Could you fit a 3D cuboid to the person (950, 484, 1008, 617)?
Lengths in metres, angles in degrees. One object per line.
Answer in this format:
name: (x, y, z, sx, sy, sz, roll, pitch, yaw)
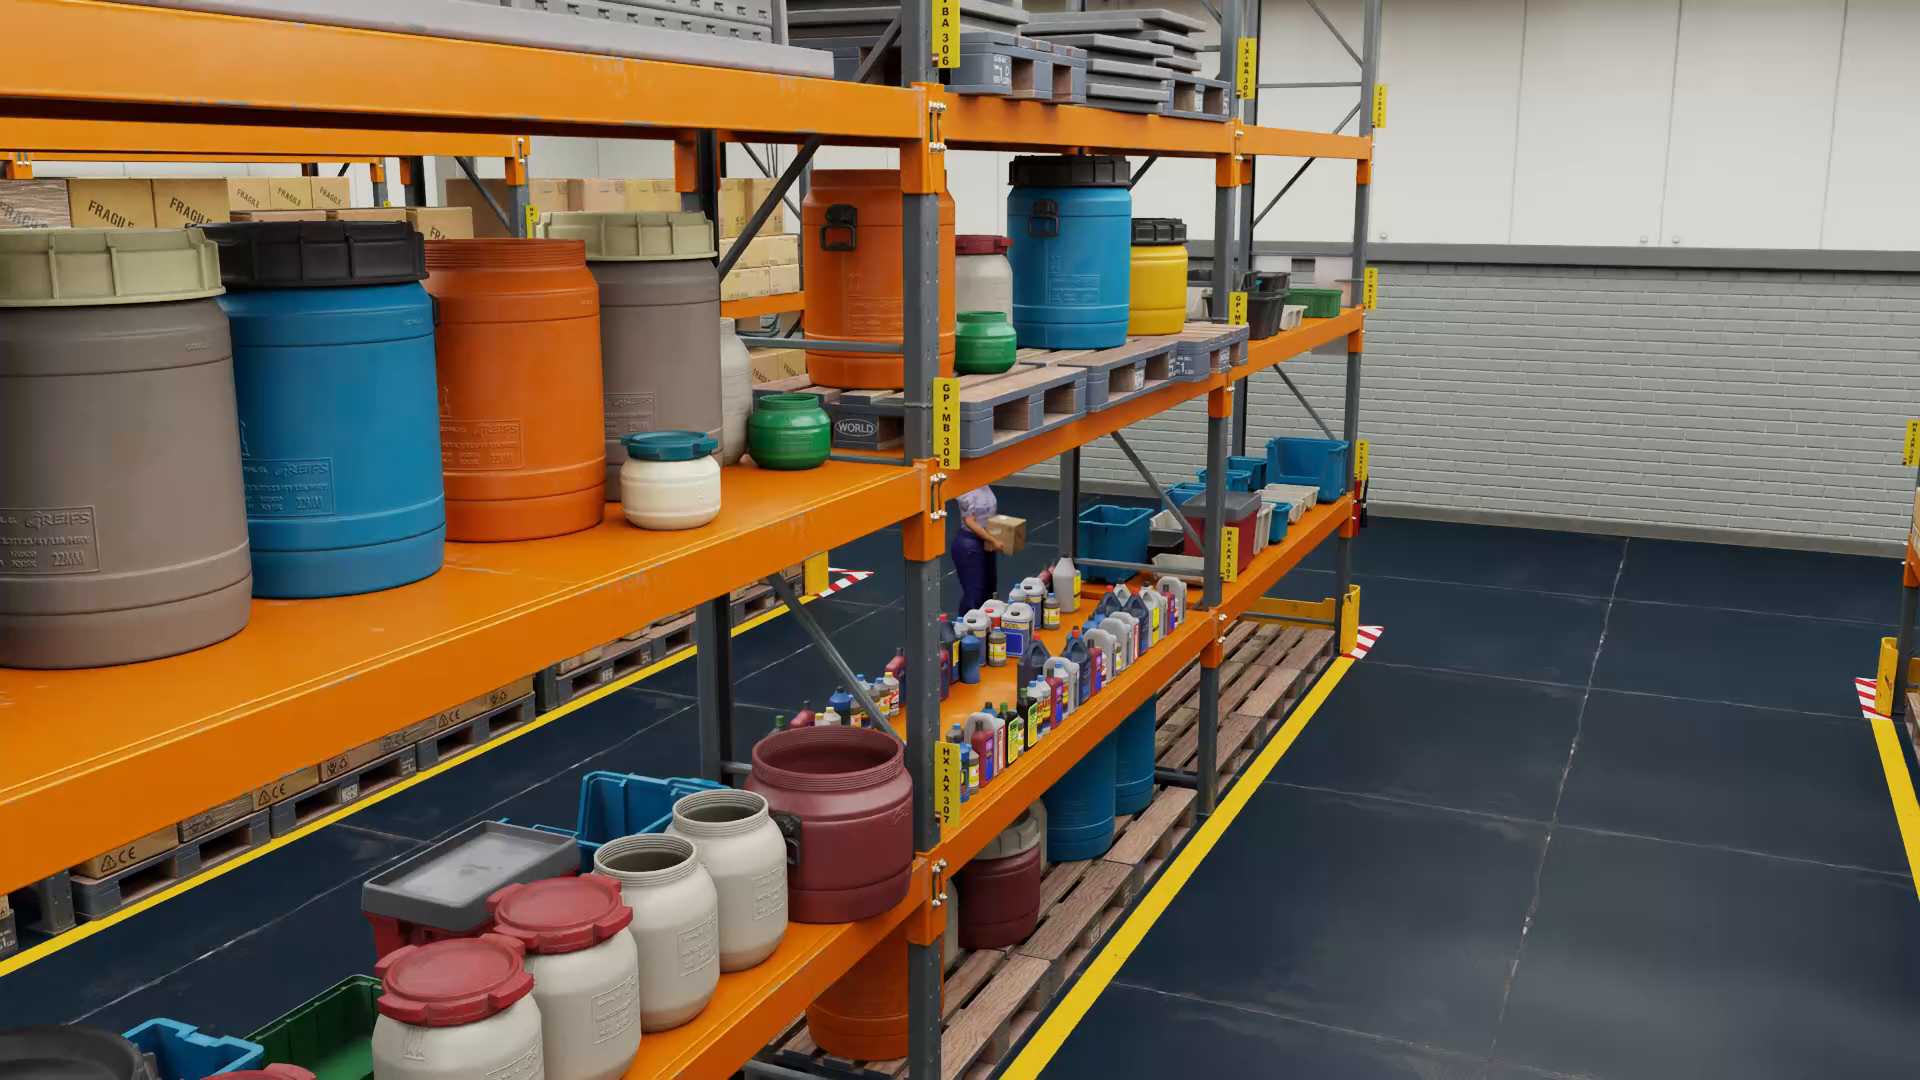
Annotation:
person: (0.204, 0.085, 13.609, 0.511, 1.647, 0.471, 5, 13, 23)
